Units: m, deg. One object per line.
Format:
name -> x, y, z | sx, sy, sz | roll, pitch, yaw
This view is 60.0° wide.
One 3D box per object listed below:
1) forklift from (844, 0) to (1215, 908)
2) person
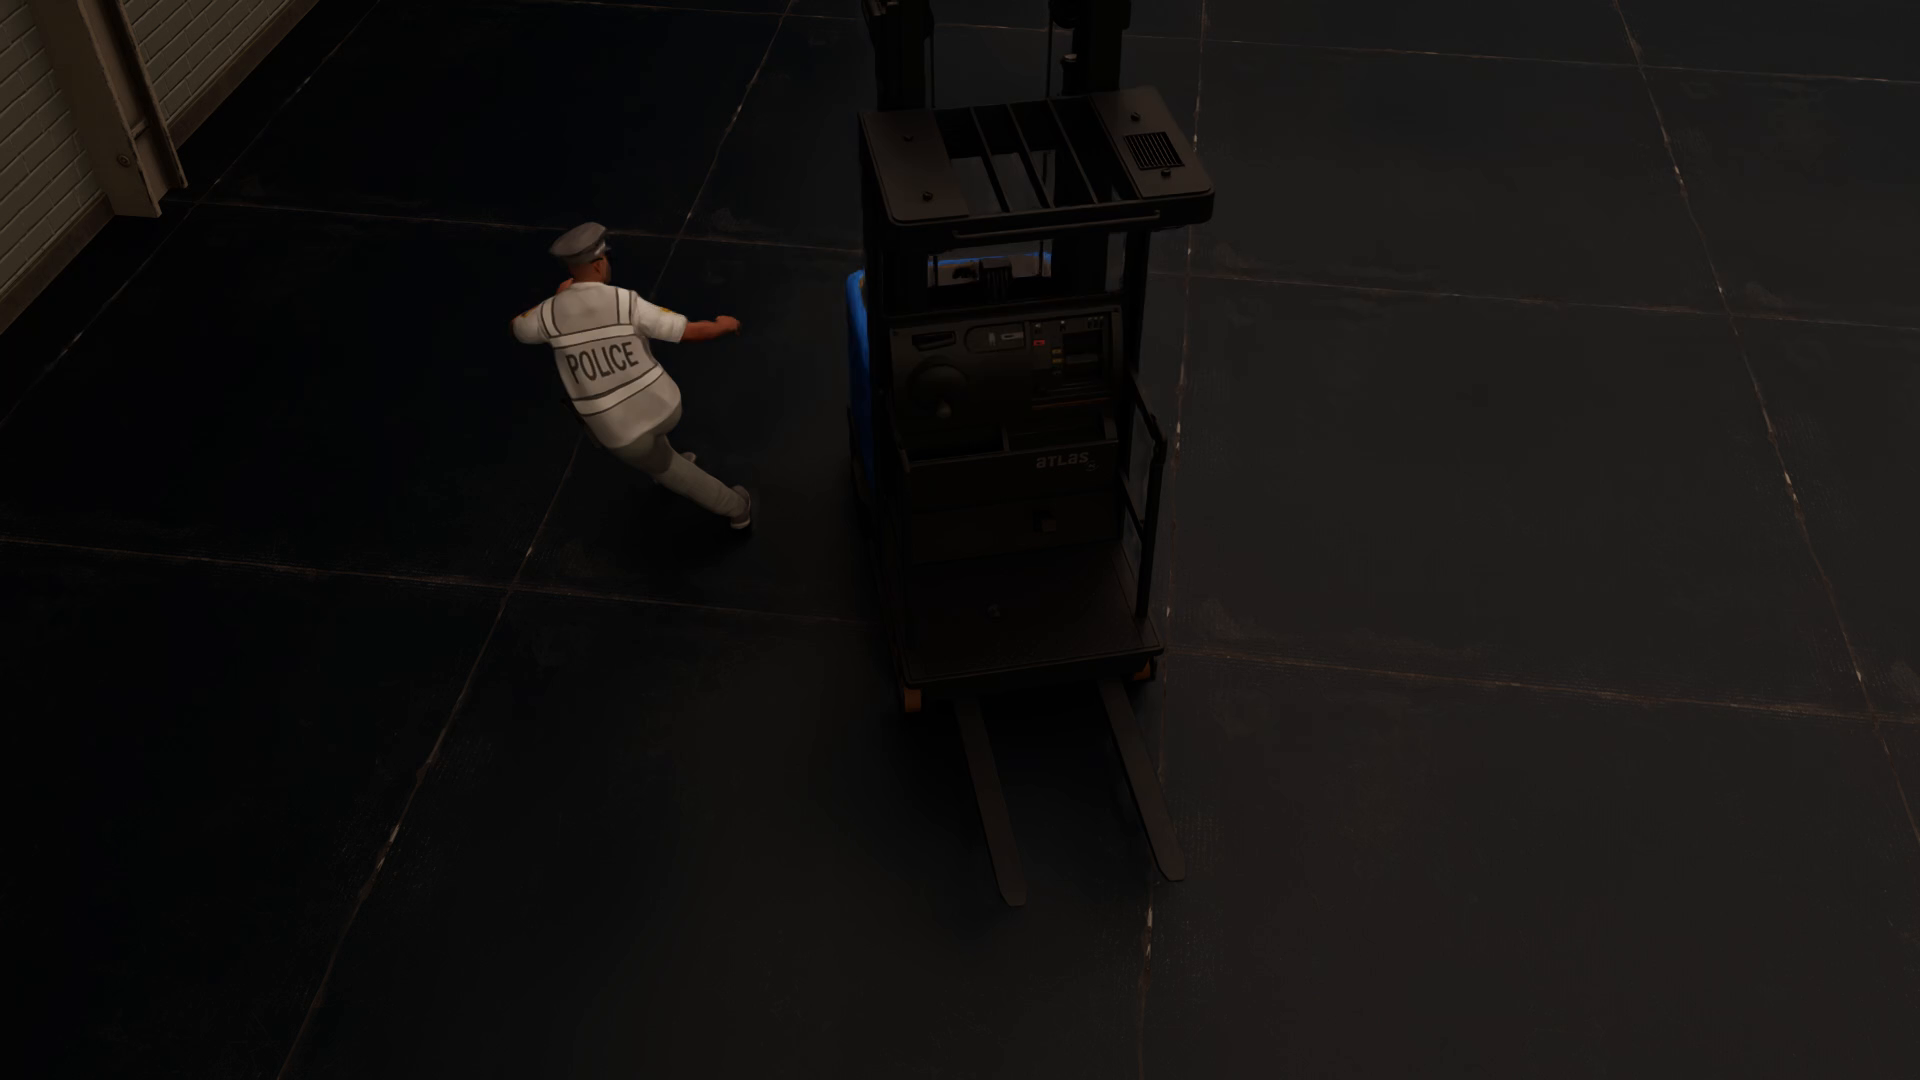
forklift -> 0.229, -0.616, 6.395 | 1.130, 2.935, 3.031 | -7, 43, -8
person -> -1.459, -0.749, 7.591 | 1.000, 1.516, 0.935 | -19, 46, -19
